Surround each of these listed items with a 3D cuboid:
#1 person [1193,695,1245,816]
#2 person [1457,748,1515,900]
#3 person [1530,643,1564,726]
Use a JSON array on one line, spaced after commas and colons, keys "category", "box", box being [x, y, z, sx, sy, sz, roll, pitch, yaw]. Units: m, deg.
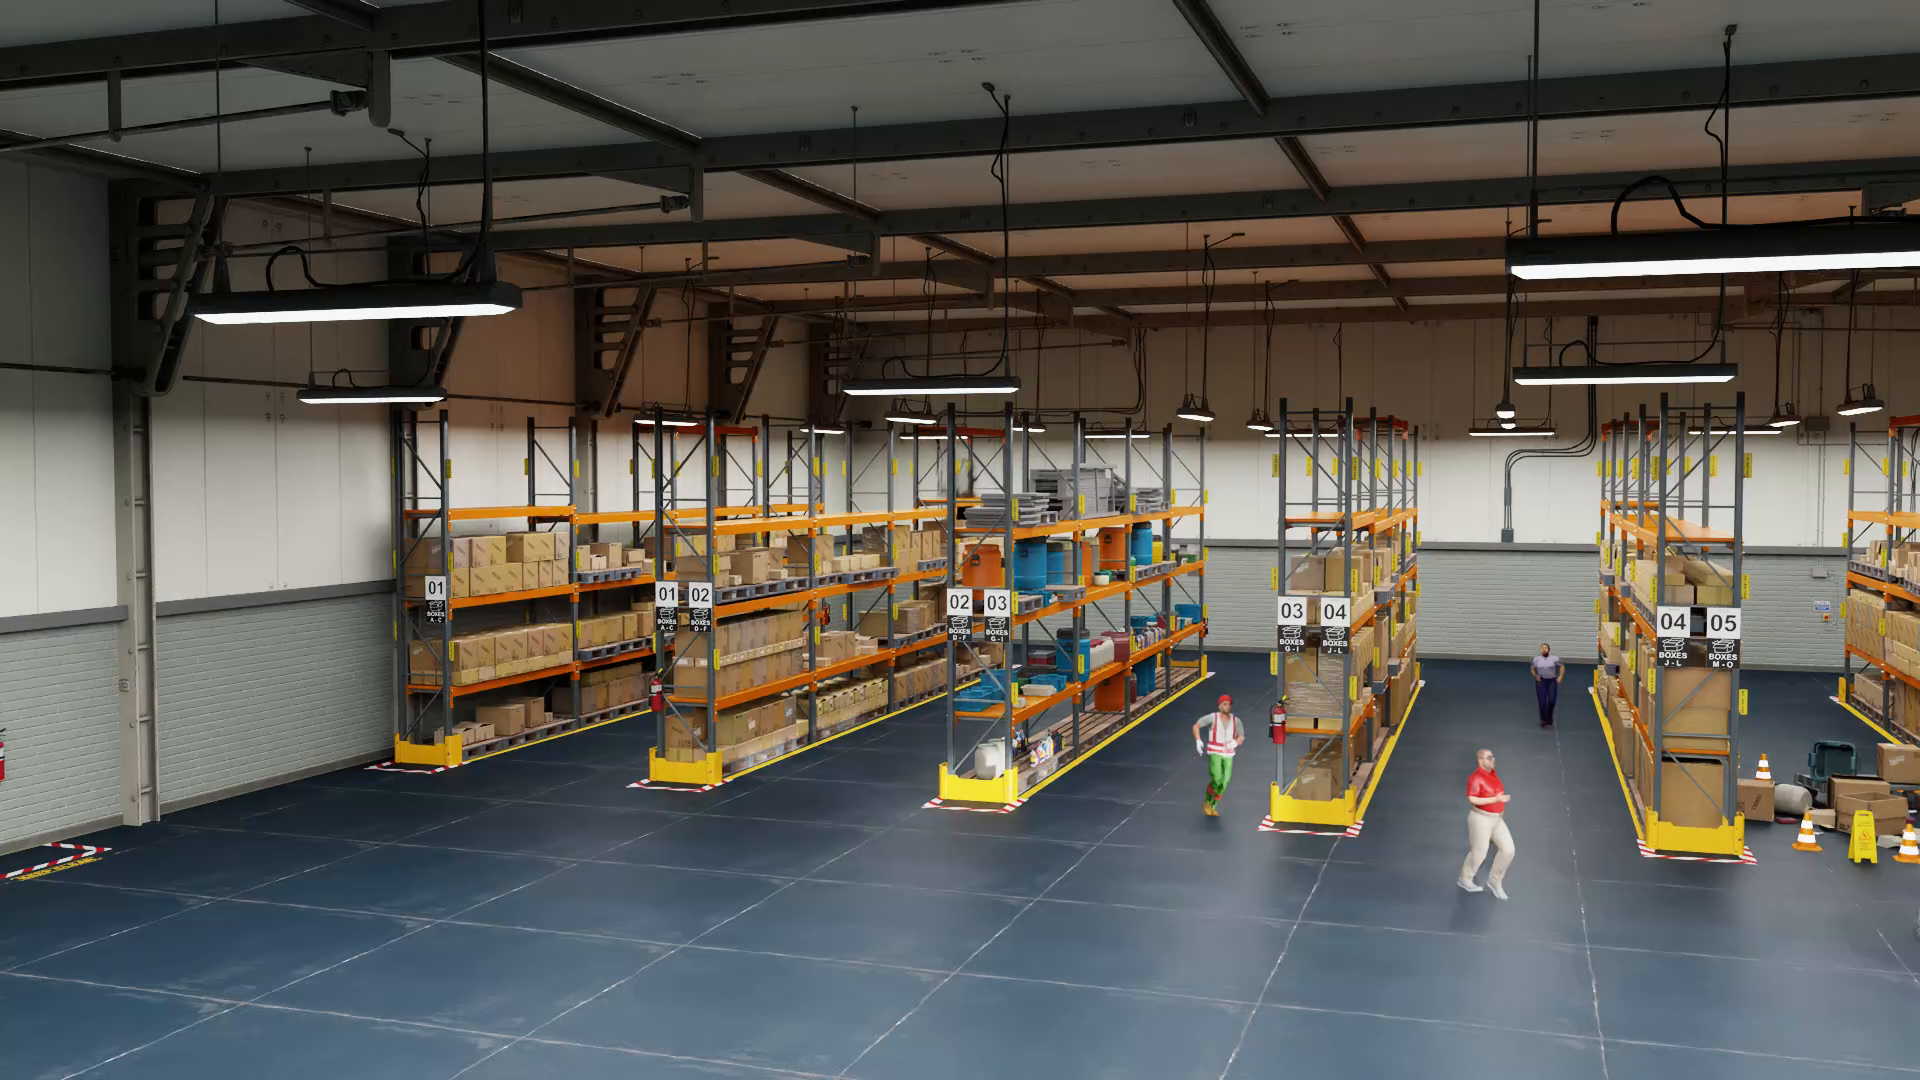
[{"category": "person", "box": [3.762, 3.100, 23.898, 0.688, 1.735, 0.586, -1, 3, -14]}, {"category": "person", "box": [6.152, 3.320, 19.369, 0.640, 1.781, 0.727, -2, 3, -35]}, {"category": "person", "box": [11.396, 2.823, 32.301, 0.618, 1.581, 0.588, 1, 3, 22]}]
